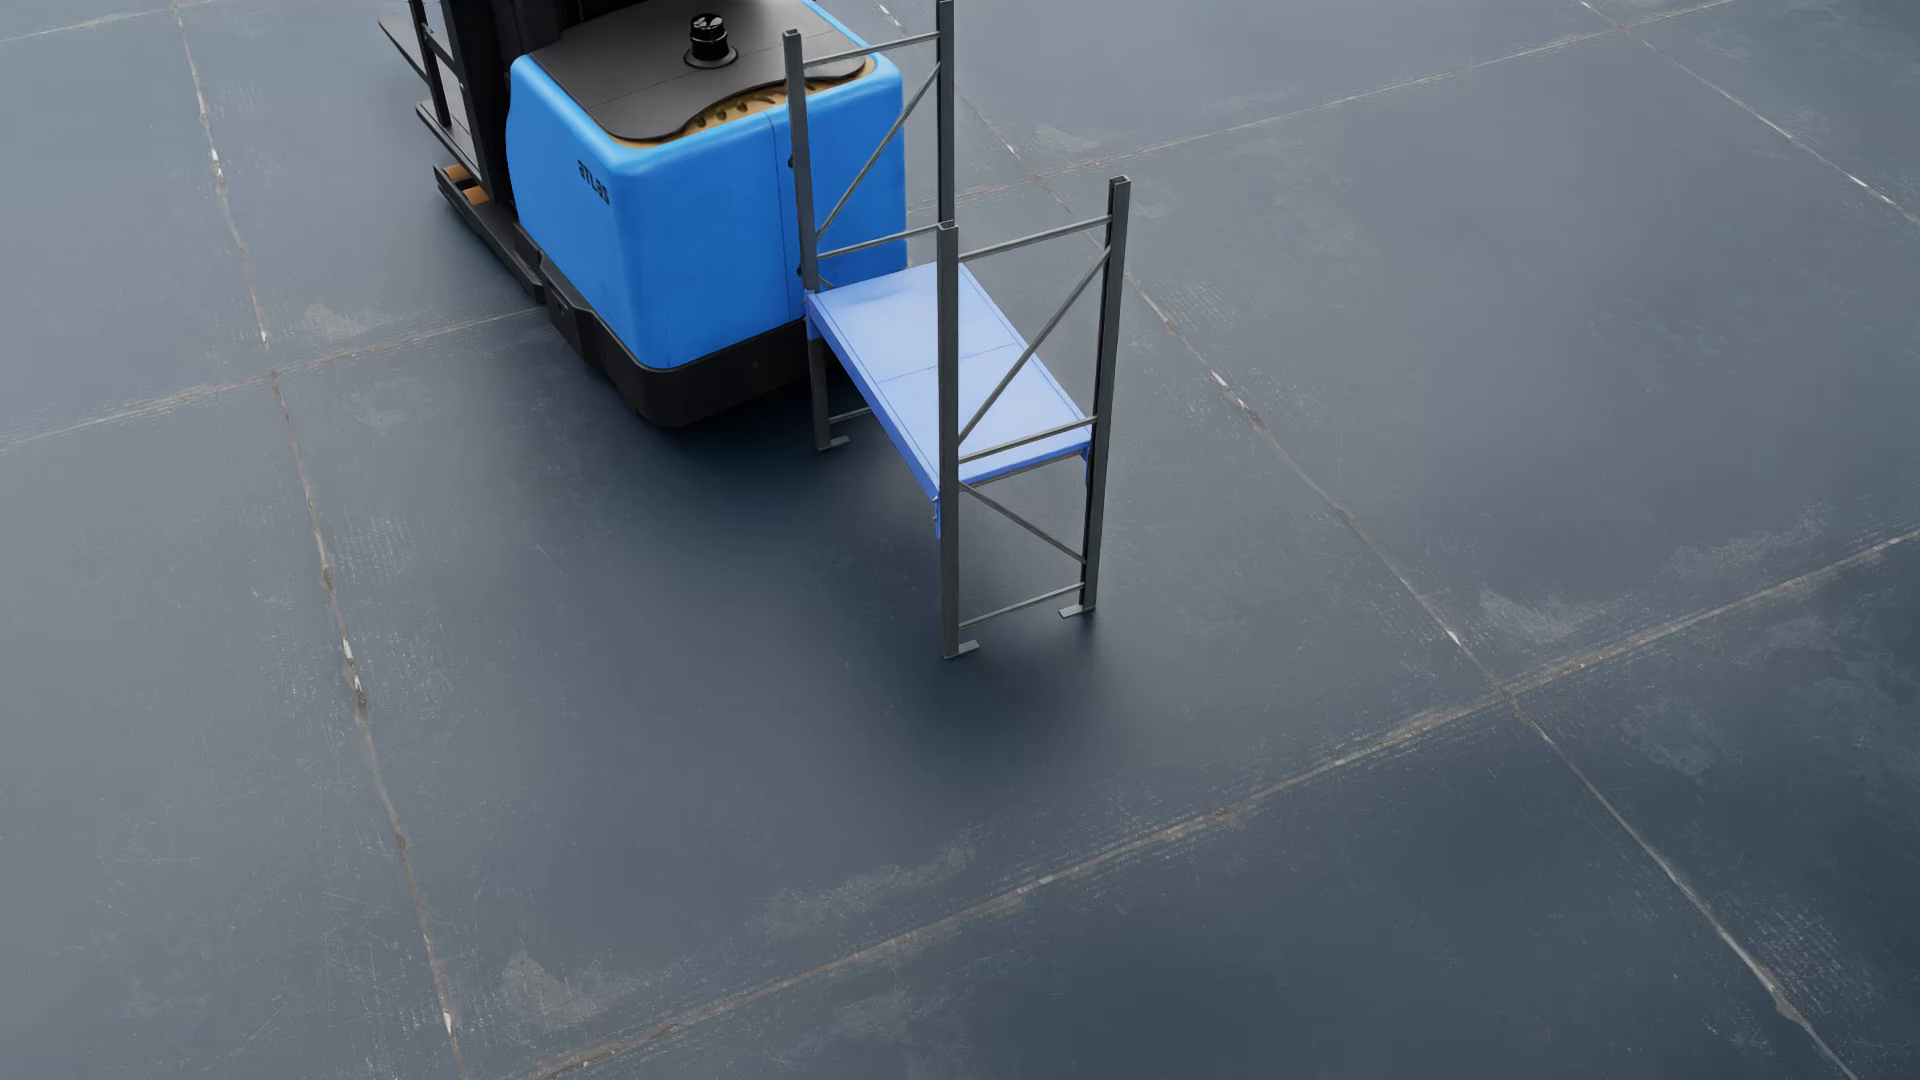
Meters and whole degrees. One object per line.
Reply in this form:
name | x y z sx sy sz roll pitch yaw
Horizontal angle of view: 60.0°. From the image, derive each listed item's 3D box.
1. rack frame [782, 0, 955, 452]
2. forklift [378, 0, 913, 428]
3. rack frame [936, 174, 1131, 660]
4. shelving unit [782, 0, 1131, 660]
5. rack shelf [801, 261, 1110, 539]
rack frame | -0.250 -0.912 5.107 0.500 1.500 0.032 -18 47 -17
forklift | -1.408 -2.420 5.616 1.130 2.935 3.031 -26 50 -24
rack frame | 0.178 -0.264 4.450 0.500 1.500 0.032 -18 47 -17
shelving unit | -0.036 -0.588 4.778 0.538 1.500 1.048 -18 47 -17
rack shelf | -0.036 -0.460 4.905 0.538 0.185 1.000 -18 47 -17
